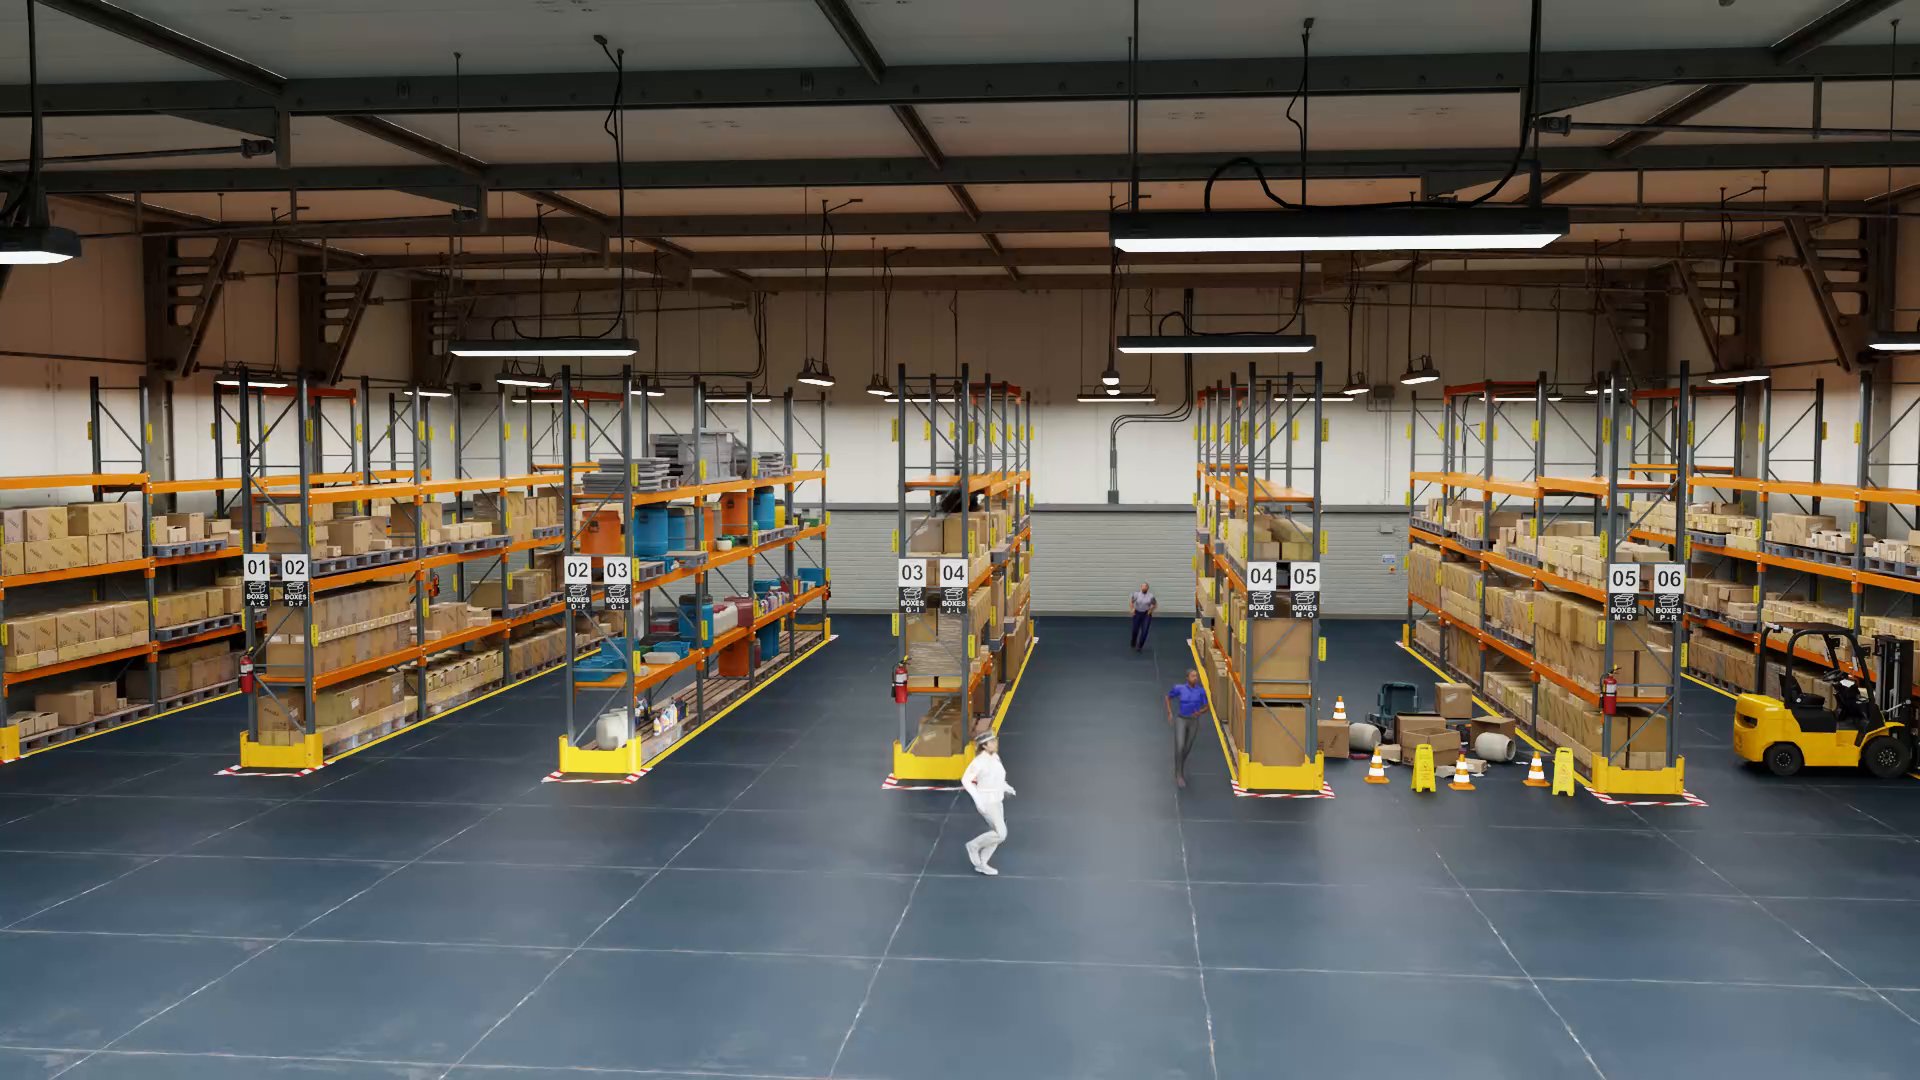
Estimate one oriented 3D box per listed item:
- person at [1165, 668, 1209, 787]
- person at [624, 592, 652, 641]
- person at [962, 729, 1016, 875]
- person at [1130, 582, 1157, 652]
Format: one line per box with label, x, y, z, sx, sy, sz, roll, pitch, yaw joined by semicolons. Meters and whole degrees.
person;3.272;2.678;23.904;0.601;1.698;0.805;0;4;-6
person;-6.855;1.902;35.359;0.544;1.708;0.691;0;4;-3
person;0.364;2.967;18.830;0.540;1.656;0.608;2;4;30
person;4.215;1.766;38.181;0.635;1.604;0.526;0;4;6
